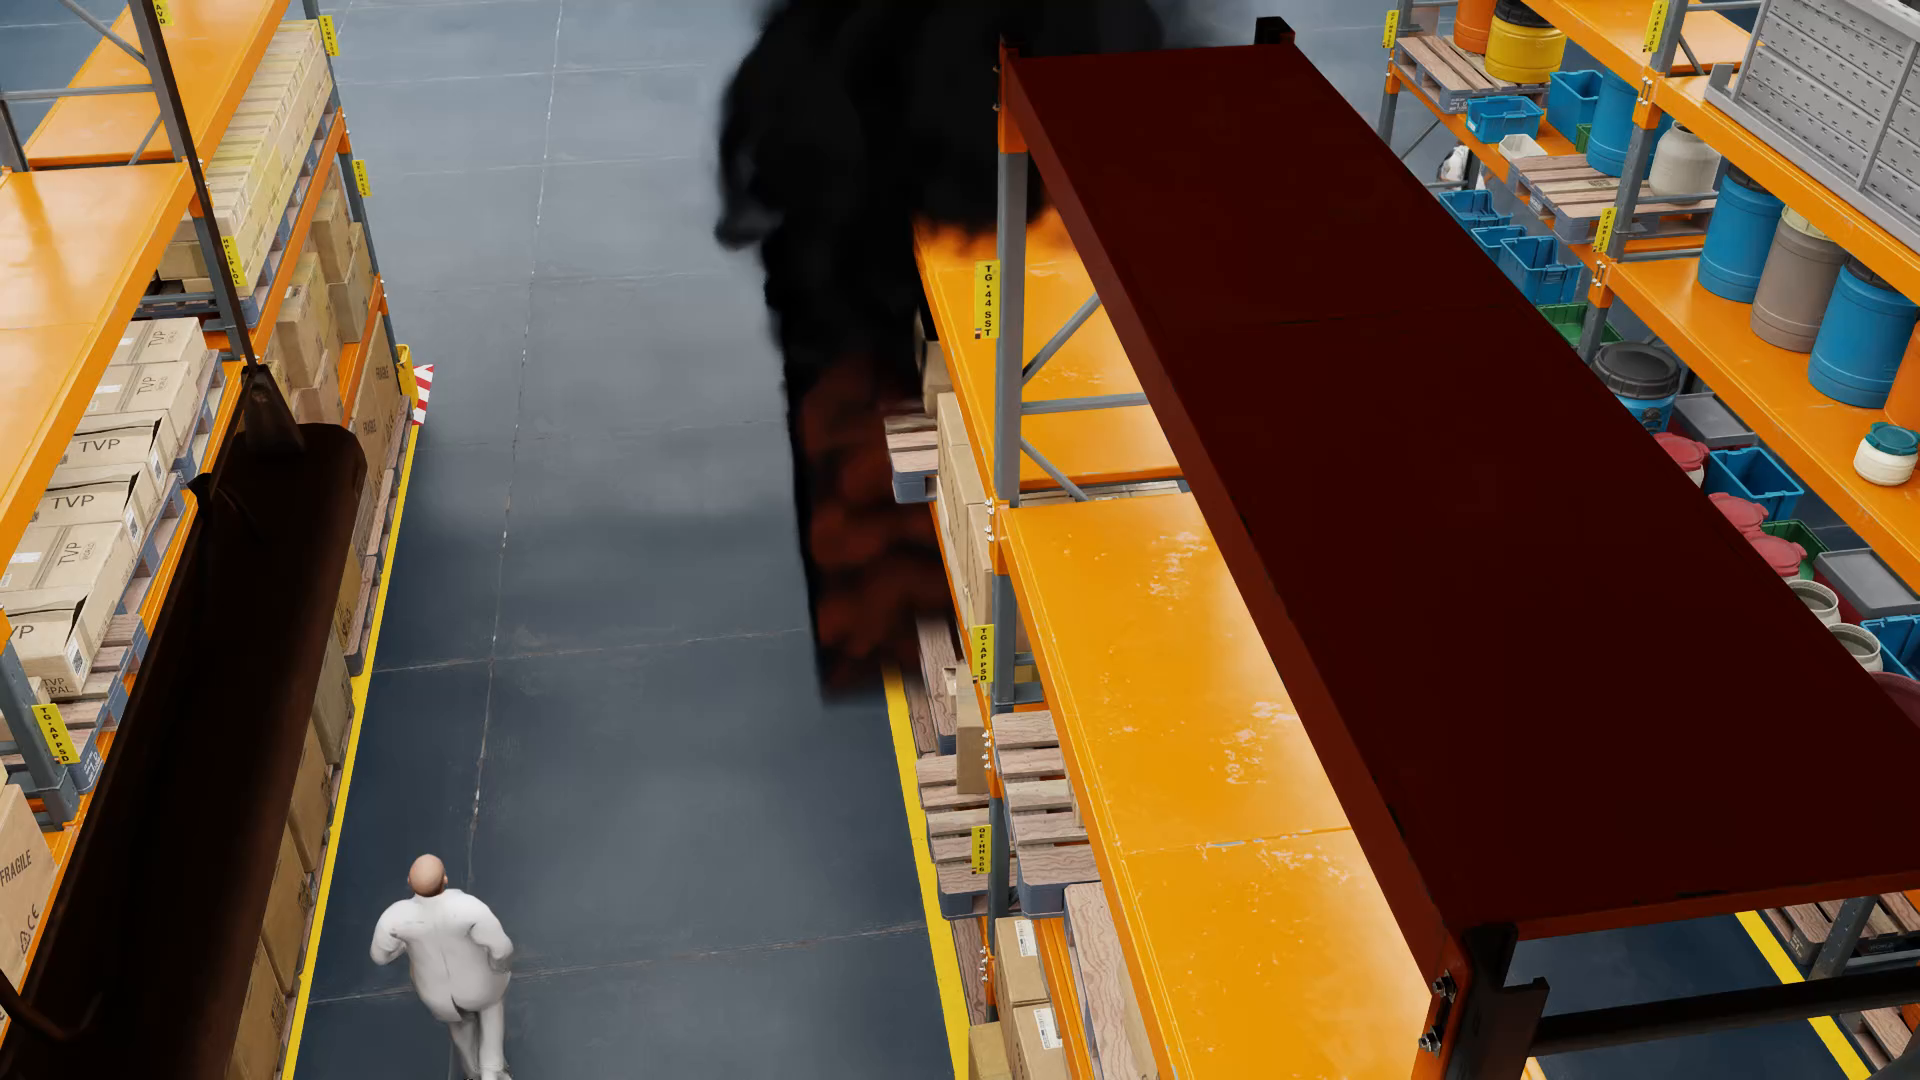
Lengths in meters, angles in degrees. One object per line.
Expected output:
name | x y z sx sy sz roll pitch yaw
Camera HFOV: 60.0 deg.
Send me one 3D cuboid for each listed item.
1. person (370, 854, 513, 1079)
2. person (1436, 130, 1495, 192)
person | -2.688 2.321 8.828 0.727 1.747 0.633 -6 37 -8
person | 5.037 -3.429 16.738 0.642 1.646 0.893 -27 44 -32
